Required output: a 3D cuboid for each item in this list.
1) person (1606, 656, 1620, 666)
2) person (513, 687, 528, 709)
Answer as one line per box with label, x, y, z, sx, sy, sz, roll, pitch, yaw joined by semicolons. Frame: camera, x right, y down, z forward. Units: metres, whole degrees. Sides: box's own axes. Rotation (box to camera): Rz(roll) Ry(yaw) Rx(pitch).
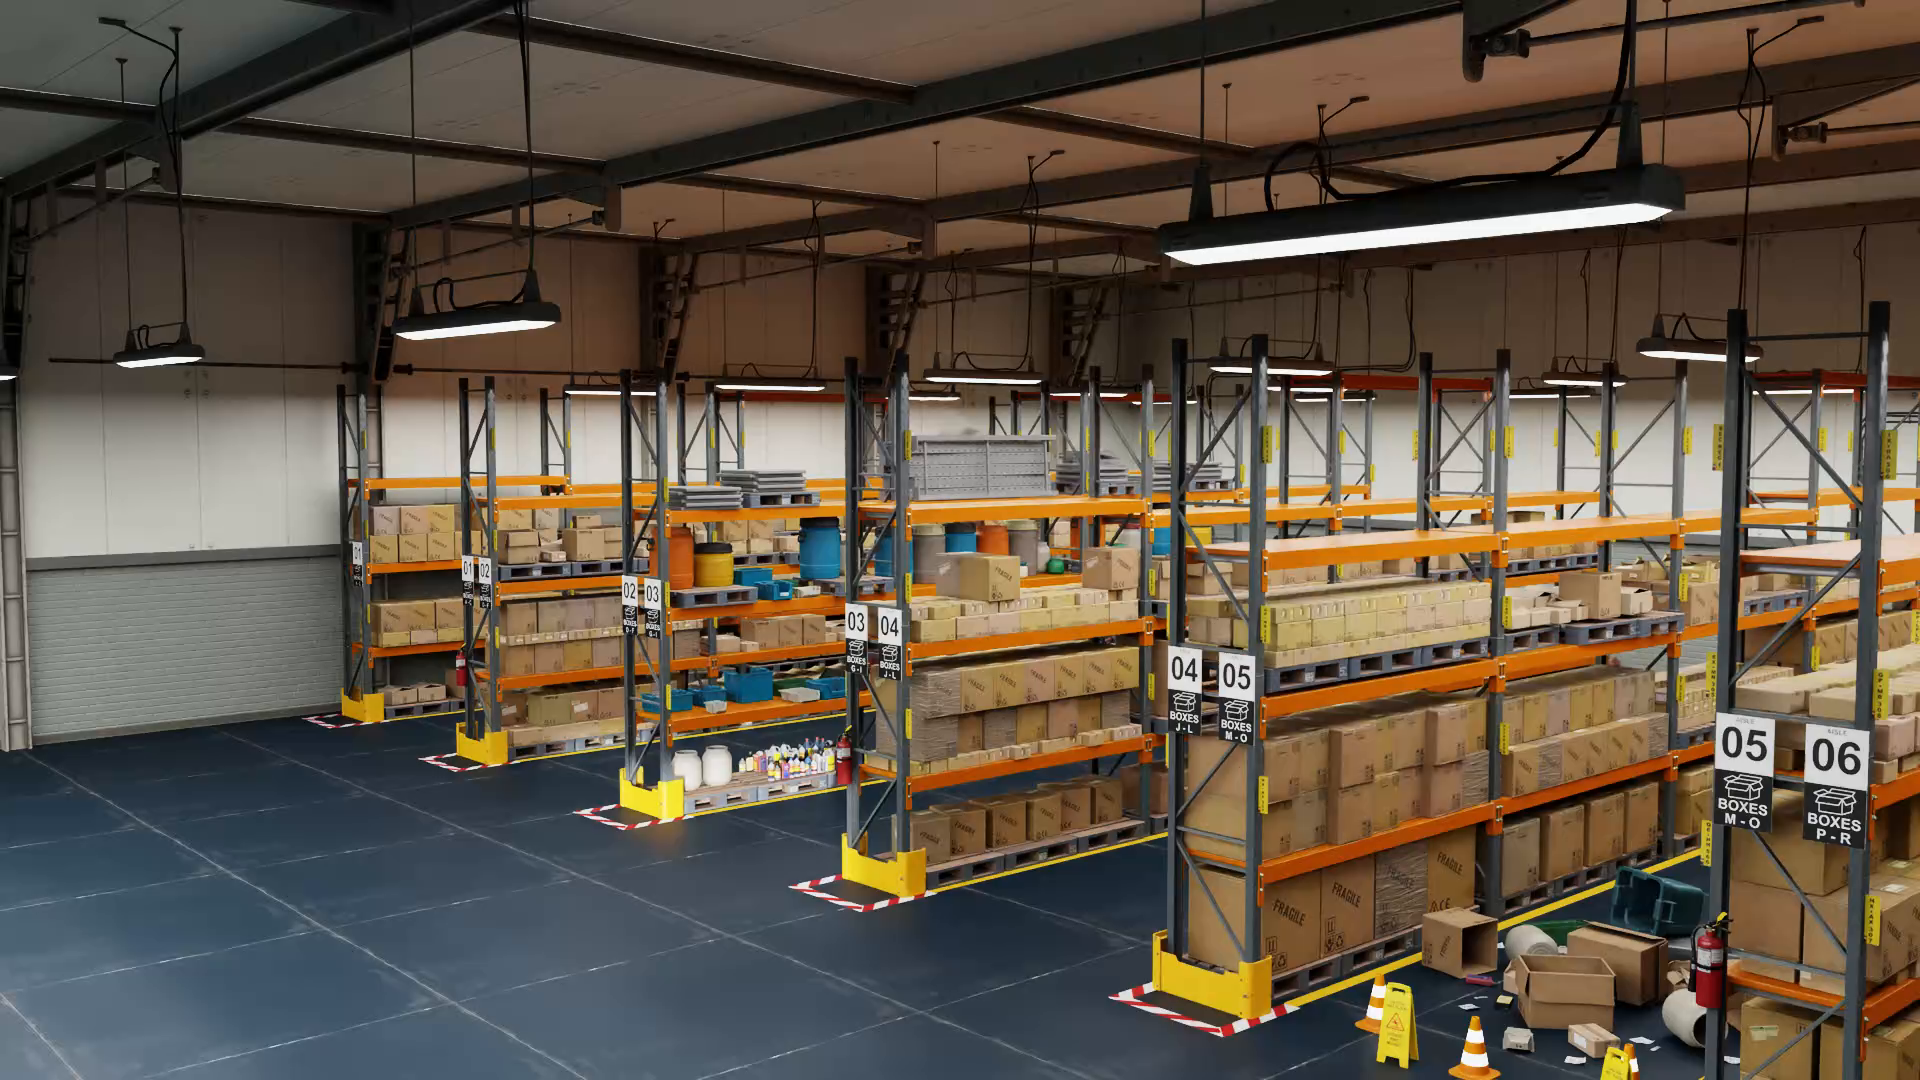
person;10.364;2.634;26.460;0.546;1.560;0.857;4;5;45
person;-7.537;2.491;28.485;0.602;1.679;0.928;3;5;41
